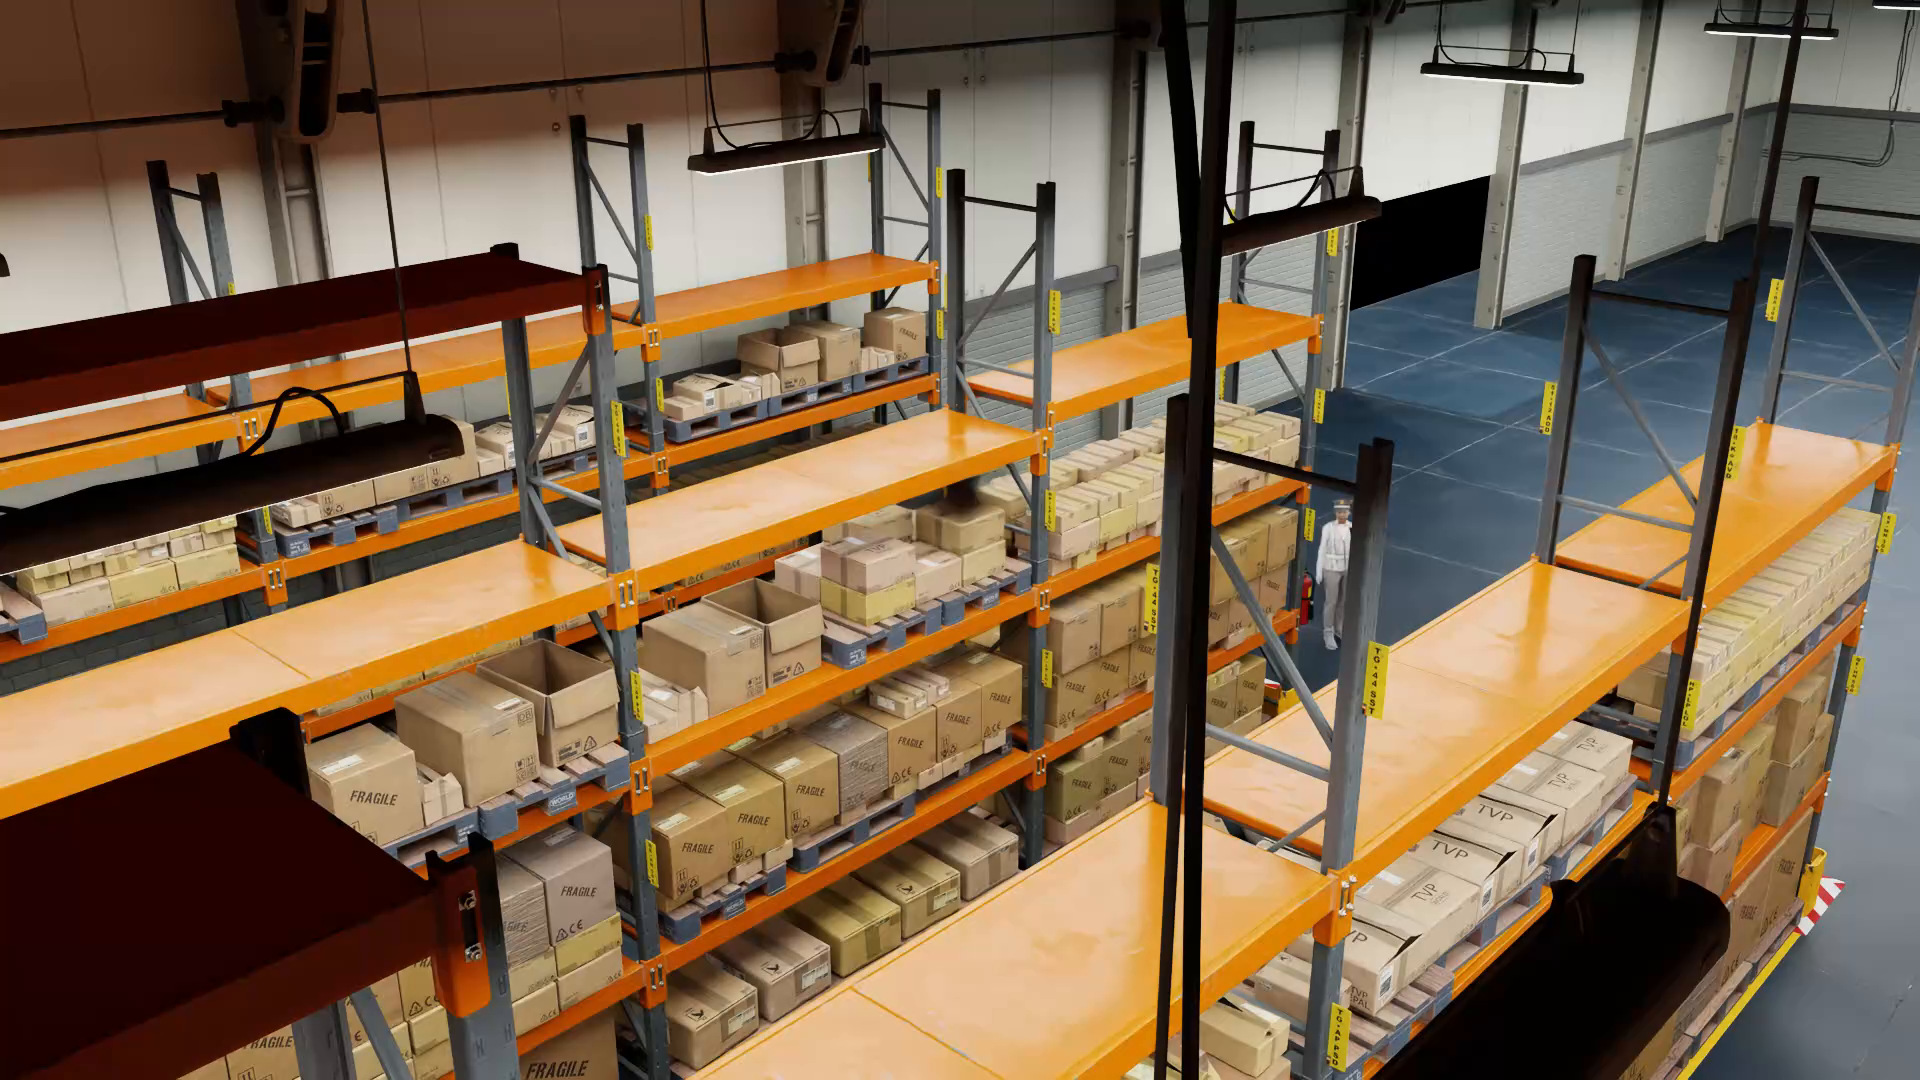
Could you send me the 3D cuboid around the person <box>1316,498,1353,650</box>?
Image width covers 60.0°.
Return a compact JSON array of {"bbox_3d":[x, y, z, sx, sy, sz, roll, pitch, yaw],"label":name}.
[{"bbox_3d":[4.315,0.362,18.772,0.488,1.688,0.626,-10,23,-24],"label":"person"}]
